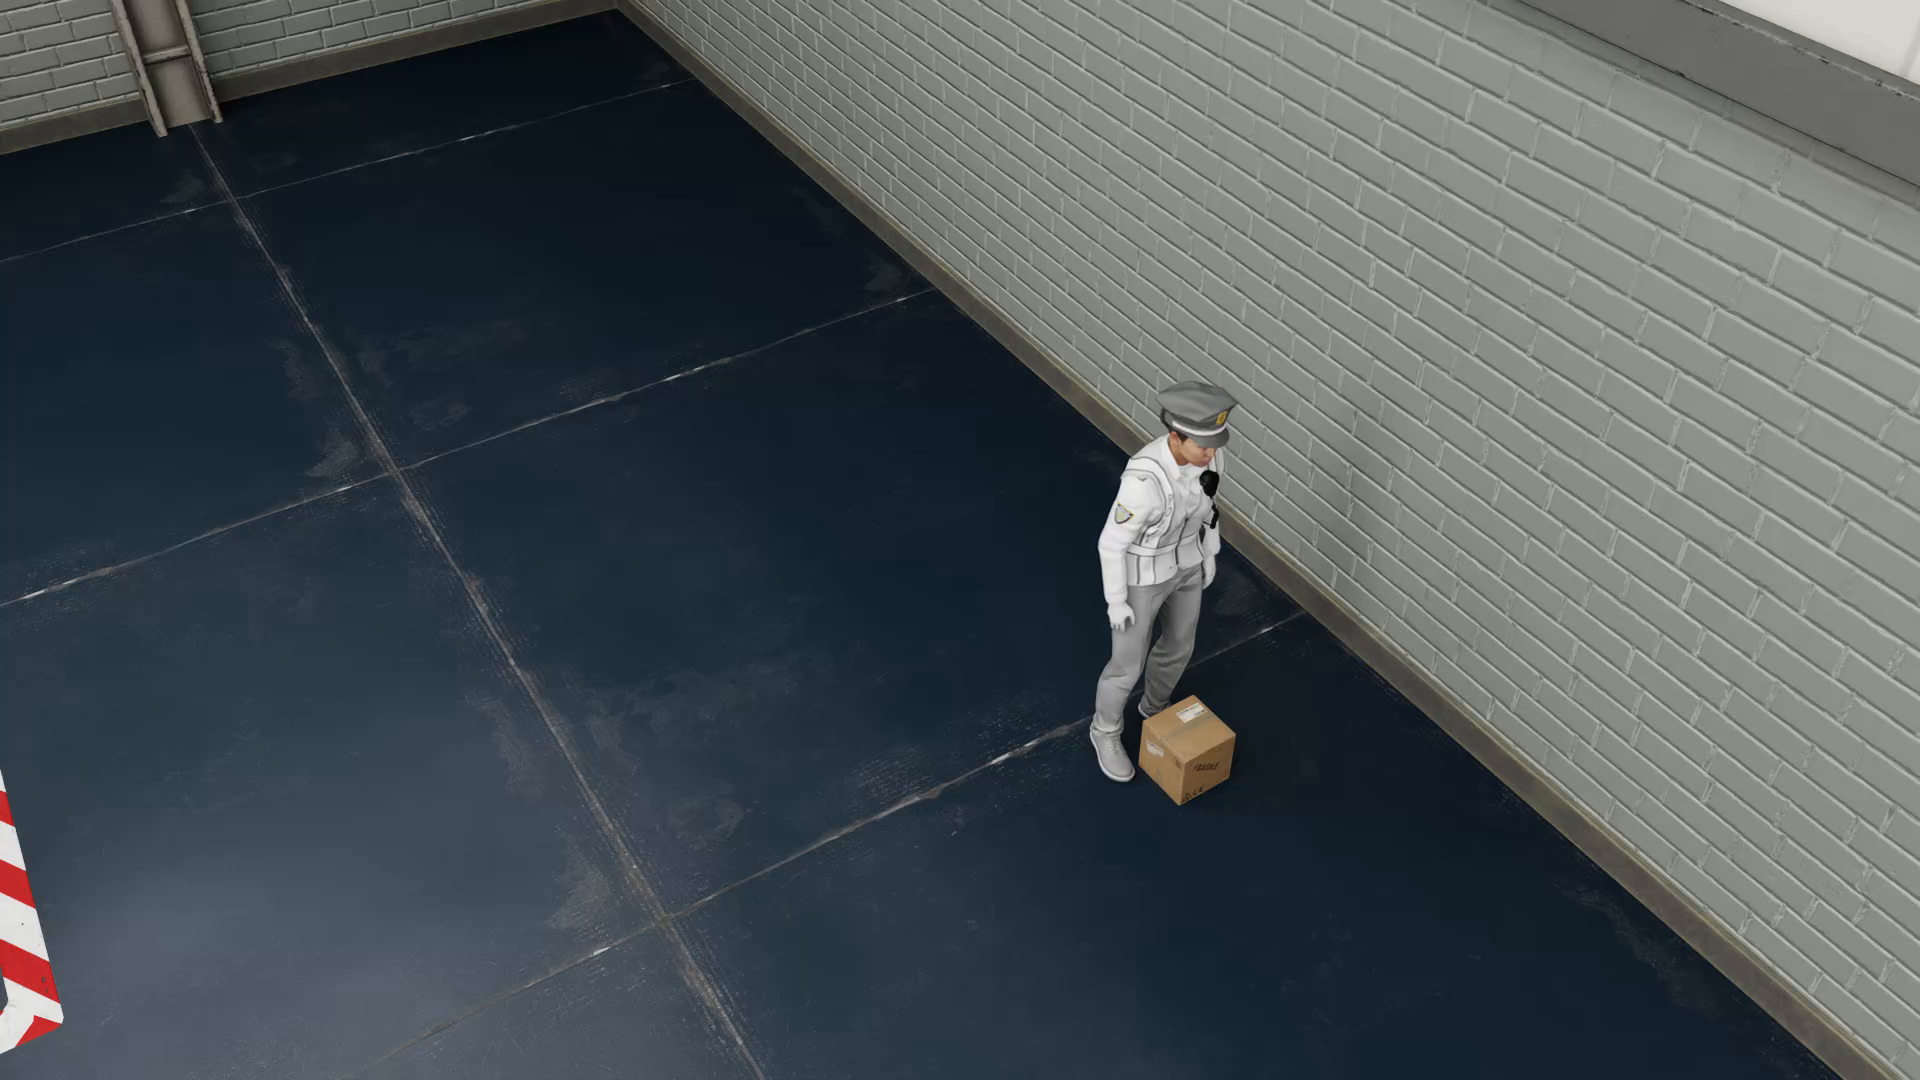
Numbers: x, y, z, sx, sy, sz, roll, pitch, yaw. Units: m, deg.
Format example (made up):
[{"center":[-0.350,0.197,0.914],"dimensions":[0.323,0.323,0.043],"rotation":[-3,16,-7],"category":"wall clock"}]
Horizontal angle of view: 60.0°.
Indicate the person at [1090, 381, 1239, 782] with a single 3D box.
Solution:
[{"center":[0.726,0.131,6.005],"dimensions":[0.537,1.662,0.373],"rotation":[-25,47,-26],"category":"person"}]
